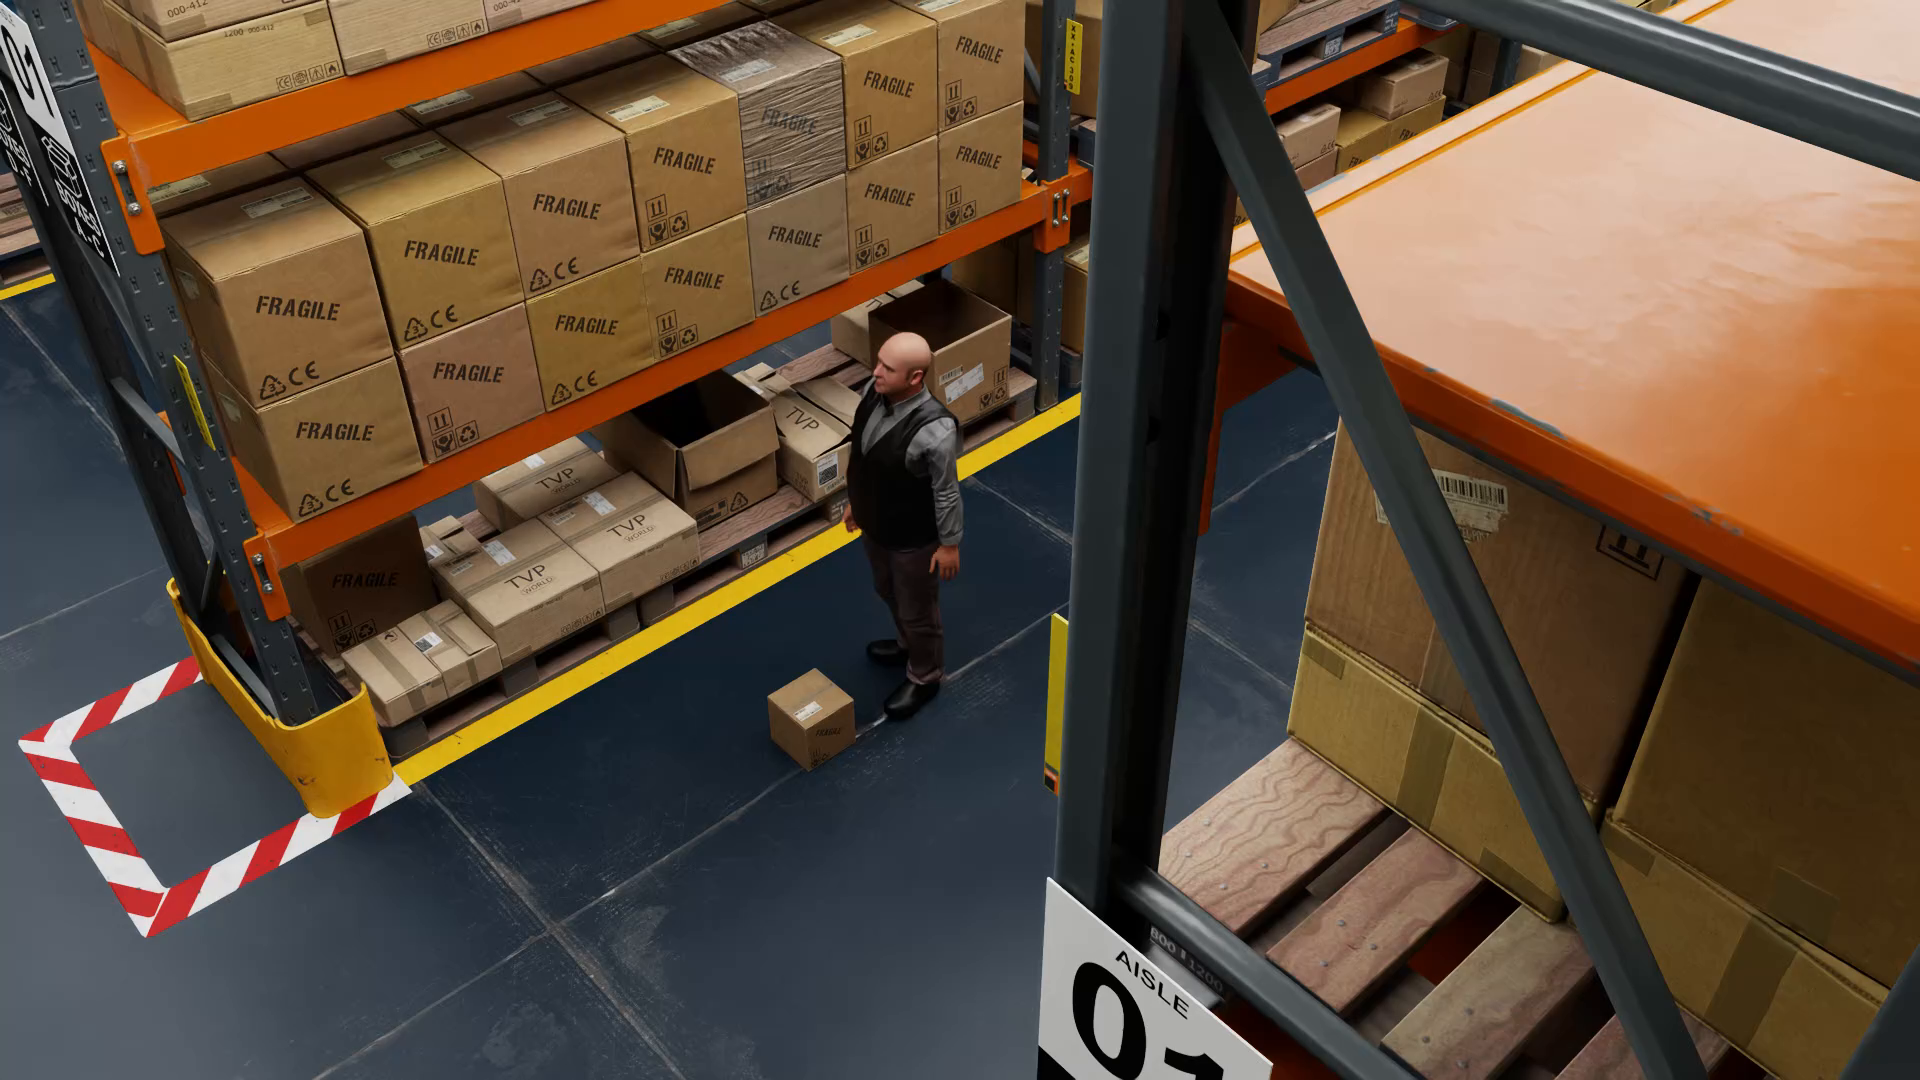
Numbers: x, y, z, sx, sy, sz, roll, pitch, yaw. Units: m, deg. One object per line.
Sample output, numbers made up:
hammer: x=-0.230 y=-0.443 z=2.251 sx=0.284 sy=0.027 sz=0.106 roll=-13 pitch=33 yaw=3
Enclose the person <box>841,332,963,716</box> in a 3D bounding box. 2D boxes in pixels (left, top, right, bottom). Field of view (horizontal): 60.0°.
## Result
person: x=-0.231 y=-0.067 z=6.555 sx=0.384 sy=1.721 sz=0.561 roll=-24 pitch=45 yaw=-26
